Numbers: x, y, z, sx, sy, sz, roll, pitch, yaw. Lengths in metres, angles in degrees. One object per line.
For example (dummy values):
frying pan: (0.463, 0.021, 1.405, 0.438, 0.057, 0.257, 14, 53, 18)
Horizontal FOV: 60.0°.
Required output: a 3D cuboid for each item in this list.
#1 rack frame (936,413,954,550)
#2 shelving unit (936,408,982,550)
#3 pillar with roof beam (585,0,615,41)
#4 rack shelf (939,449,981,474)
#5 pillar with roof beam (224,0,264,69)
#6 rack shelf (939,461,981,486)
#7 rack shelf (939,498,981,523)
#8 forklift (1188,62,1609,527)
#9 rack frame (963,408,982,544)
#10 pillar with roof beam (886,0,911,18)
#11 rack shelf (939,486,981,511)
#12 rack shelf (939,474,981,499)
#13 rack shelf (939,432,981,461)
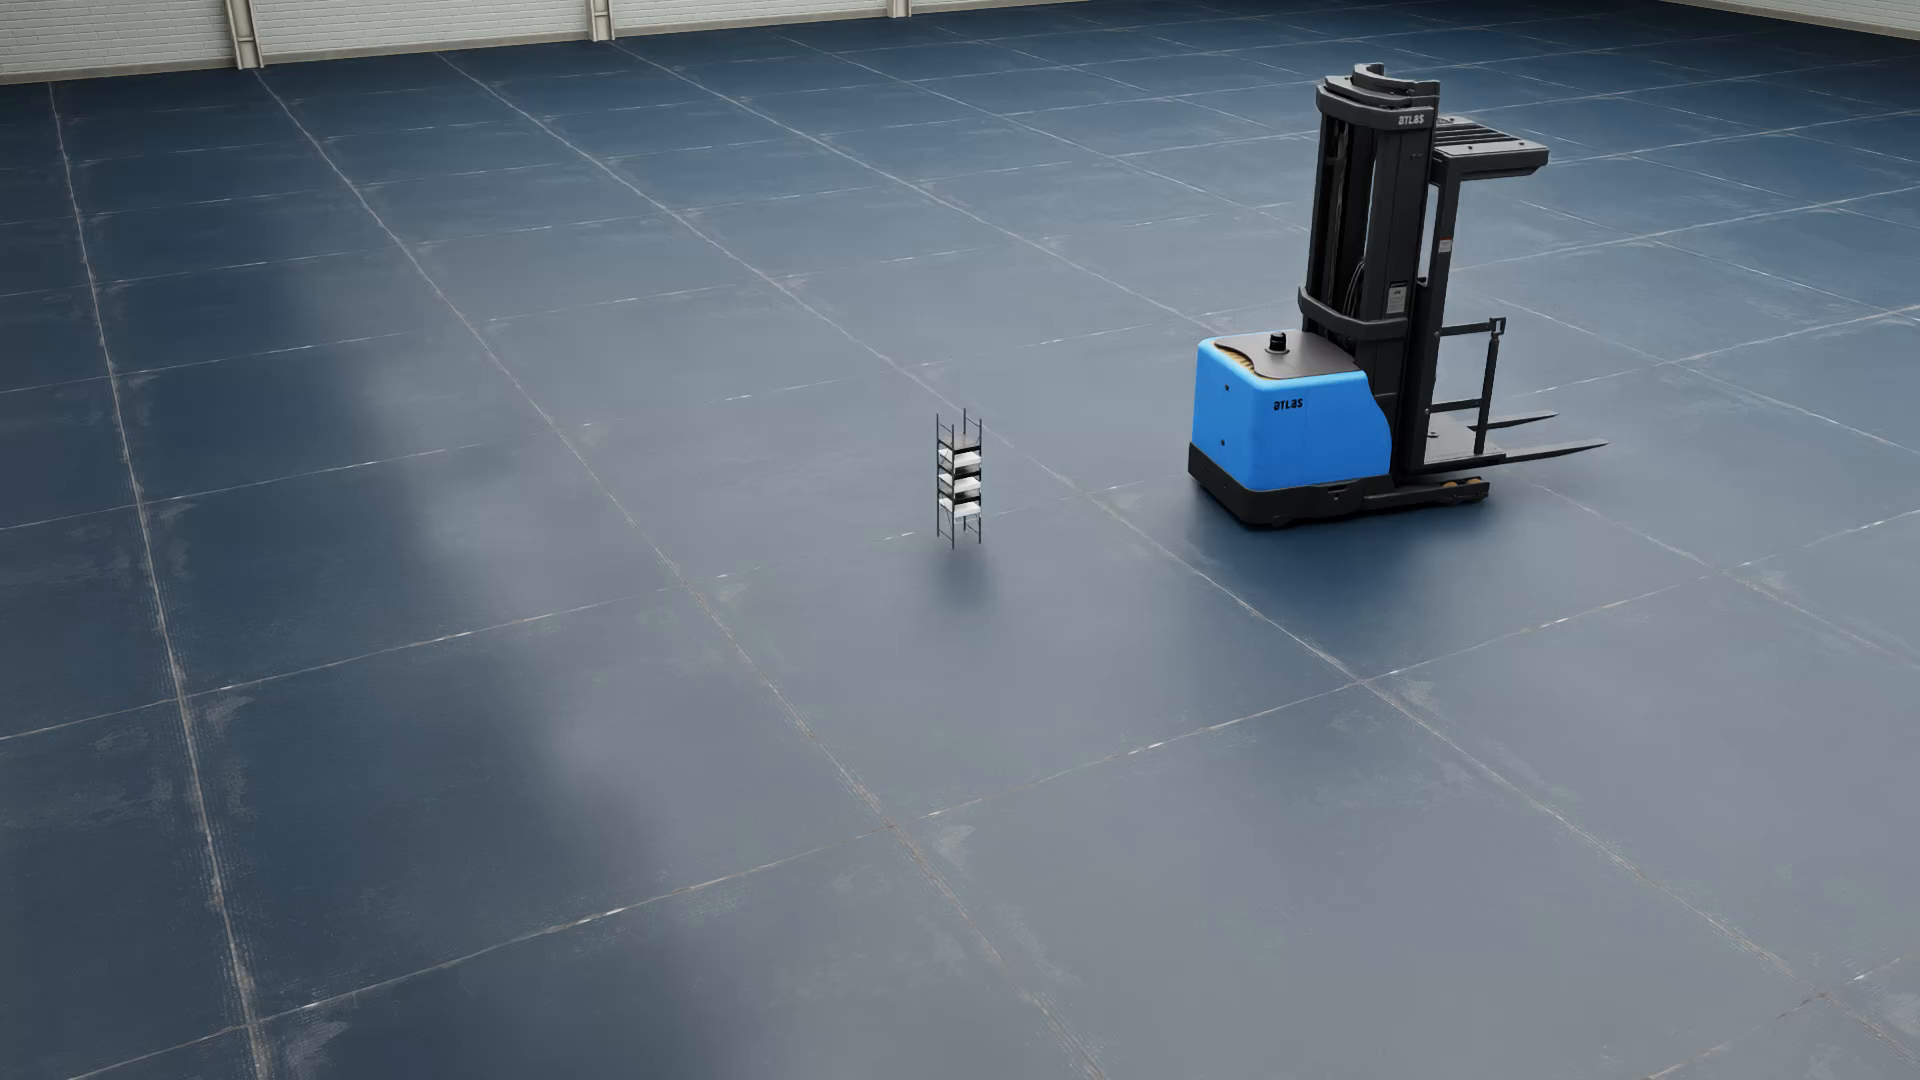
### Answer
rack frame: (-0.097, -0.383, 11.009, 0.006, 0.900, 0.240, -13, 29, -25)
shelving unit: (-0.007, -0.404, 11.052, 0.210, 0.900, 0.258, -13, 29, -25)
pillar with roof beam: (-4.470, -11.492, 24.789, 0.400, 9.000, 9.100, -13, 29, -25)
rack shelf: (-0.007, -0.536, 10.988, 0.200, 0.077, 0.258, -13, 29, -25)
pillar with roof beam: (-9.764, -10.270, 22.244, 0.400, 9.000, 9.100, -13, 29, -25)
rack shelf: (-0.007, -0.455, 11.027, 0.200, 0.077, 0.258, -13, 29, -25)
rack shelf: (-0.007, -0.212, 11.144, 0.200, 0.077, 0.258, -13, 29, -25)
forklift: (3.235, -1.770, 11.551, 3.031, 2.935, 1.130, -8, 27, -16)
rack frame: (0.083, -0.425, 11.095, 0.006, 0.900, 0.240, -13, 29, -25)
pillar with roof beam: (0.824, -12.714, 27.334, 0.400, 9.000, 9.100, -13, 29, -25)
rack shelf: (-0.007, -0.293, 11.105, 0.200, 0.077, 0.258, -13, 29, -25)
rack shelf: (-0.007, -0.374, 11.066, 0.200, 0.077, 0.258, -13, 29, -25)
rack shelf: (-0.007, -0.617, 10.949, 0.200, 0.077, 0.258, -13, 29, -25)
